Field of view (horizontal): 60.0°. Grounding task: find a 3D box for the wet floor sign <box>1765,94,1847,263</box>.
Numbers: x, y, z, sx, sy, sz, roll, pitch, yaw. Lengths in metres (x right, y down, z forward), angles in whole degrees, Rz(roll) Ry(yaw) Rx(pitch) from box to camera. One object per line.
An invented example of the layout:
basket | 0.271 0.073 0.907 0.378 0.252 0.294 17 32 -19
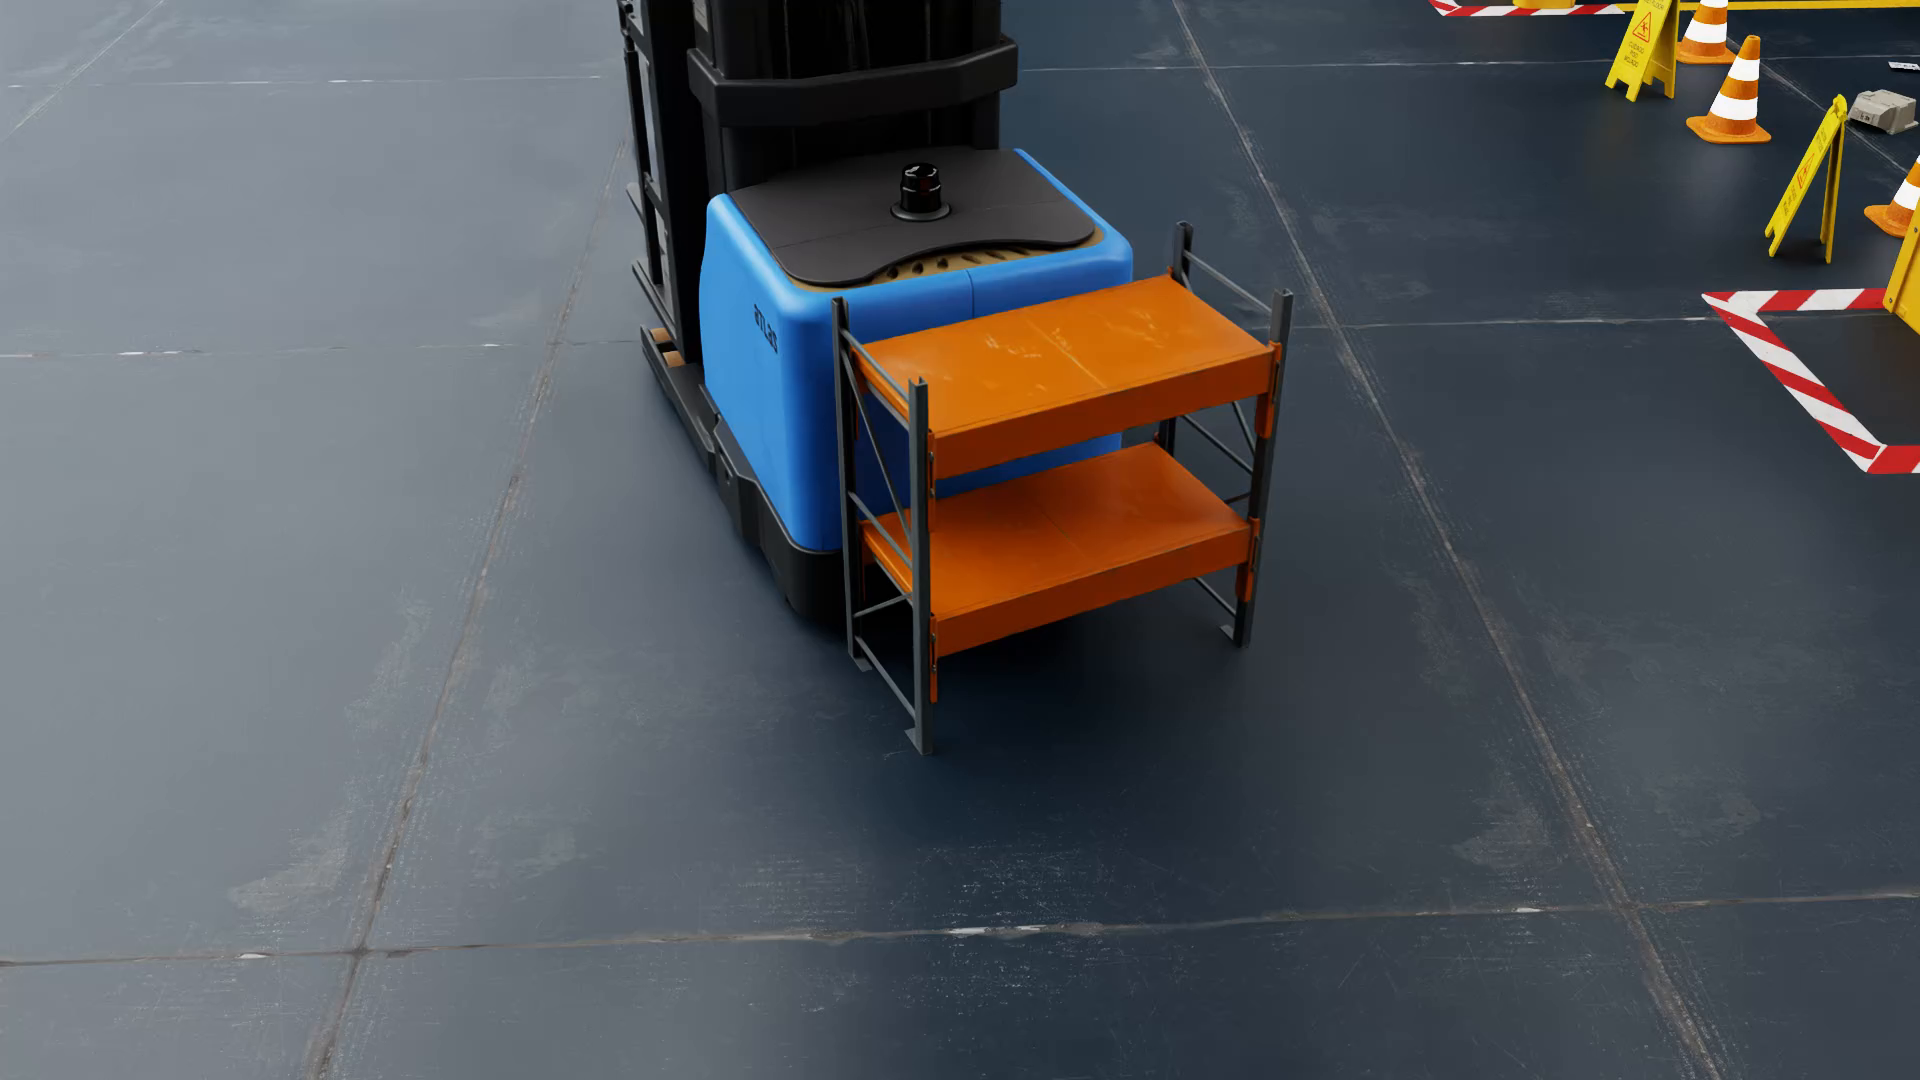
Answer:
wet floor sign | 3.542 -1.503 6.855 0.232 0.644 0.267 10 36 14

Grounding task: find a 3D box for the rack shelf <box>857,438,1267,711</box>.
rack shelf | 0.269 0.072 4.588 1.000 0.278 0.538 -16 38 -22

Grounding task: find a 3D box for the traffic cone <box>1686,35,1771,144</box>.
traffic cone | 3.759 -2.191 8.010 0.334 0.463 0.336 -2 35 -2

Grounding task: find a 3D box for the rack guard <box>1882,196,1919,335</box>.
rack guard | 3.859 -0.842 6.028 0.348 0.500 1.175 -2 35 -2

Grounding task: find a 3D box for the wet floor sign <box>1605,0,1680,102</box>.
wet floor sign | 3.512 -2.585 8.418 0.232 0.644 0.267 -7 35 -10

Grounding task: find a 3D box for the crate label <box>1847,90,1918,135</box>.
crate label | 4.541 -2.114 8.184 0.298 0.136 0.250 -20 39 -26

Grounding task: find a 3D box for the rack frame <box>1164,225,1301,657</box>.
rack frame | 0.724 -0.259 4.636 0.032 1.125 0.500 -16 38 -22

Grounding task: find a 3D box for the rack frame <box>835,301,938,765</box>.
rack frame | -0.185 0.000 4.261 0.032 1.125 0.500 -16 38 -22

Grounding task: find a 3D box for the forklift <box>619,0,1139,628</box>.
forklift | -0.515 -1.785 5.253 1.130 2.935 3.031 -13 37 -18

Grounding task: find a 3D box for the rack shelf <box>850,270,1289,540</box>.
rack shelf | 0.269 -0.370 4.282 1.000 0.278 0.538 -16 38 -22

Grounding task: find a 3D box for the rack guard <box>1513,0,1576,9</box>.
rack guard | 3.423 -3.650 10.085 0.348 0.500 1.175 -2 35 -2

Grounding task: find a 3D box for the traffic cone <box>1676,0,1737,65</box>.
traffic cone | 4.045 -2.843 8.951 0.334 0.463 0.336 -2 35 -2

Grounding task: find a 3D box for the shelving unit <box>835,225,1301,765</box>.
shelving unit | 0.269 -0.129 4.449 1.048 1.125 0.538 -16 38 -22

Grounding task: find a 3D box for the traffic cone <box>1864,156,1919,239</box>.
traffic cone | 4.151 -1.570 7.111 0.334 0.463 0.336 -2 35 -2

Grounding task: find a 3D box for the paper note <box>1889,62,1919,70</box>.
paper note | 5.052 -2.533 8.885 0.142 0.017 0.144 10 36 14
